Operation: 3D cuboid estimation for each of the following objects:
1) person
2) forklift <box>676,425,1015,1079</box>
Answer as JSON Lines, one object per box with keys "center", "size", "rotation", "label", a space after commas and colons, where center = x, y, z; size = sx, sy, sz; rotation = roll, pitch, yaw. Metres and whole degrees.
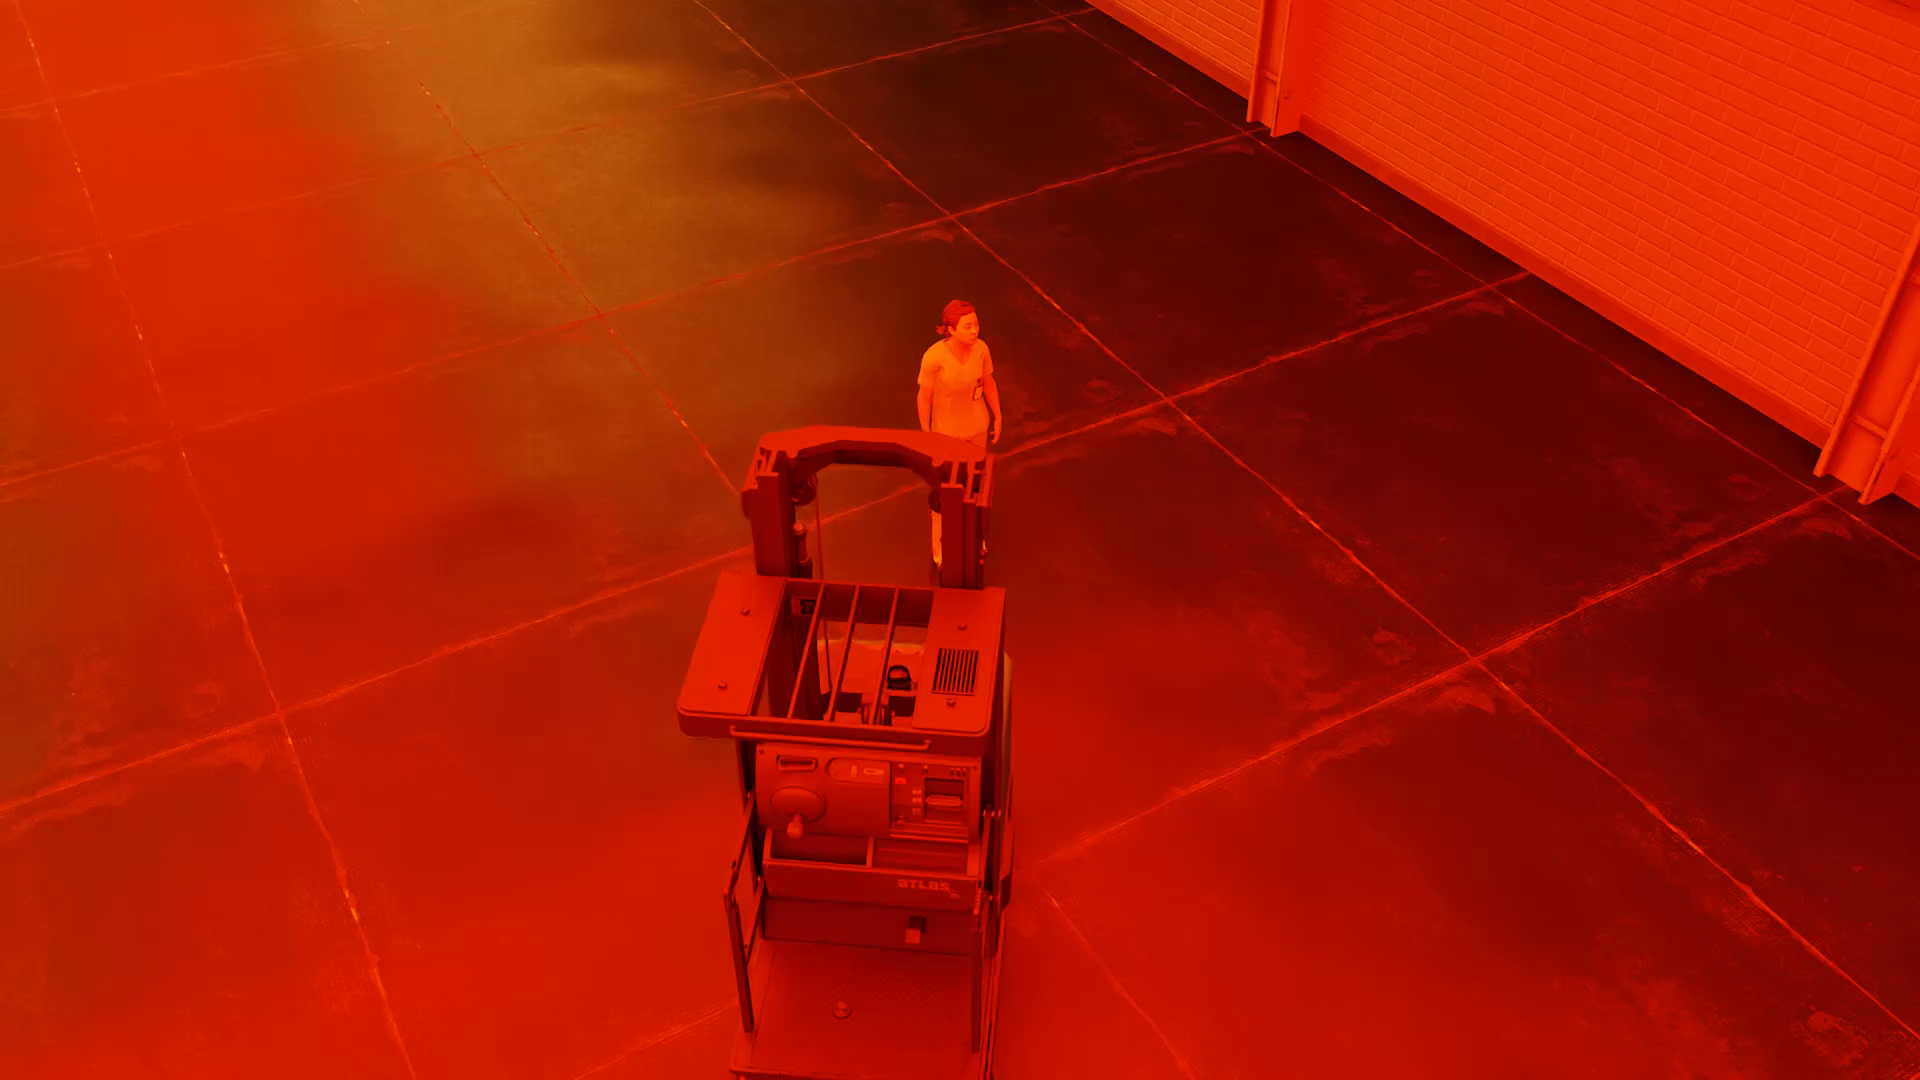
{"center": [0.025, -0.605, 9.738], "size": [0.550, 1.673, 0.548], "rotation": [-20, 44, -23], "label": "person"}
{"center": [-0.398, 1.128, 6.676], "size": [1.130, 2.935, 3.031], "rotation": [4, 40, 4], "label": "forklift"}
